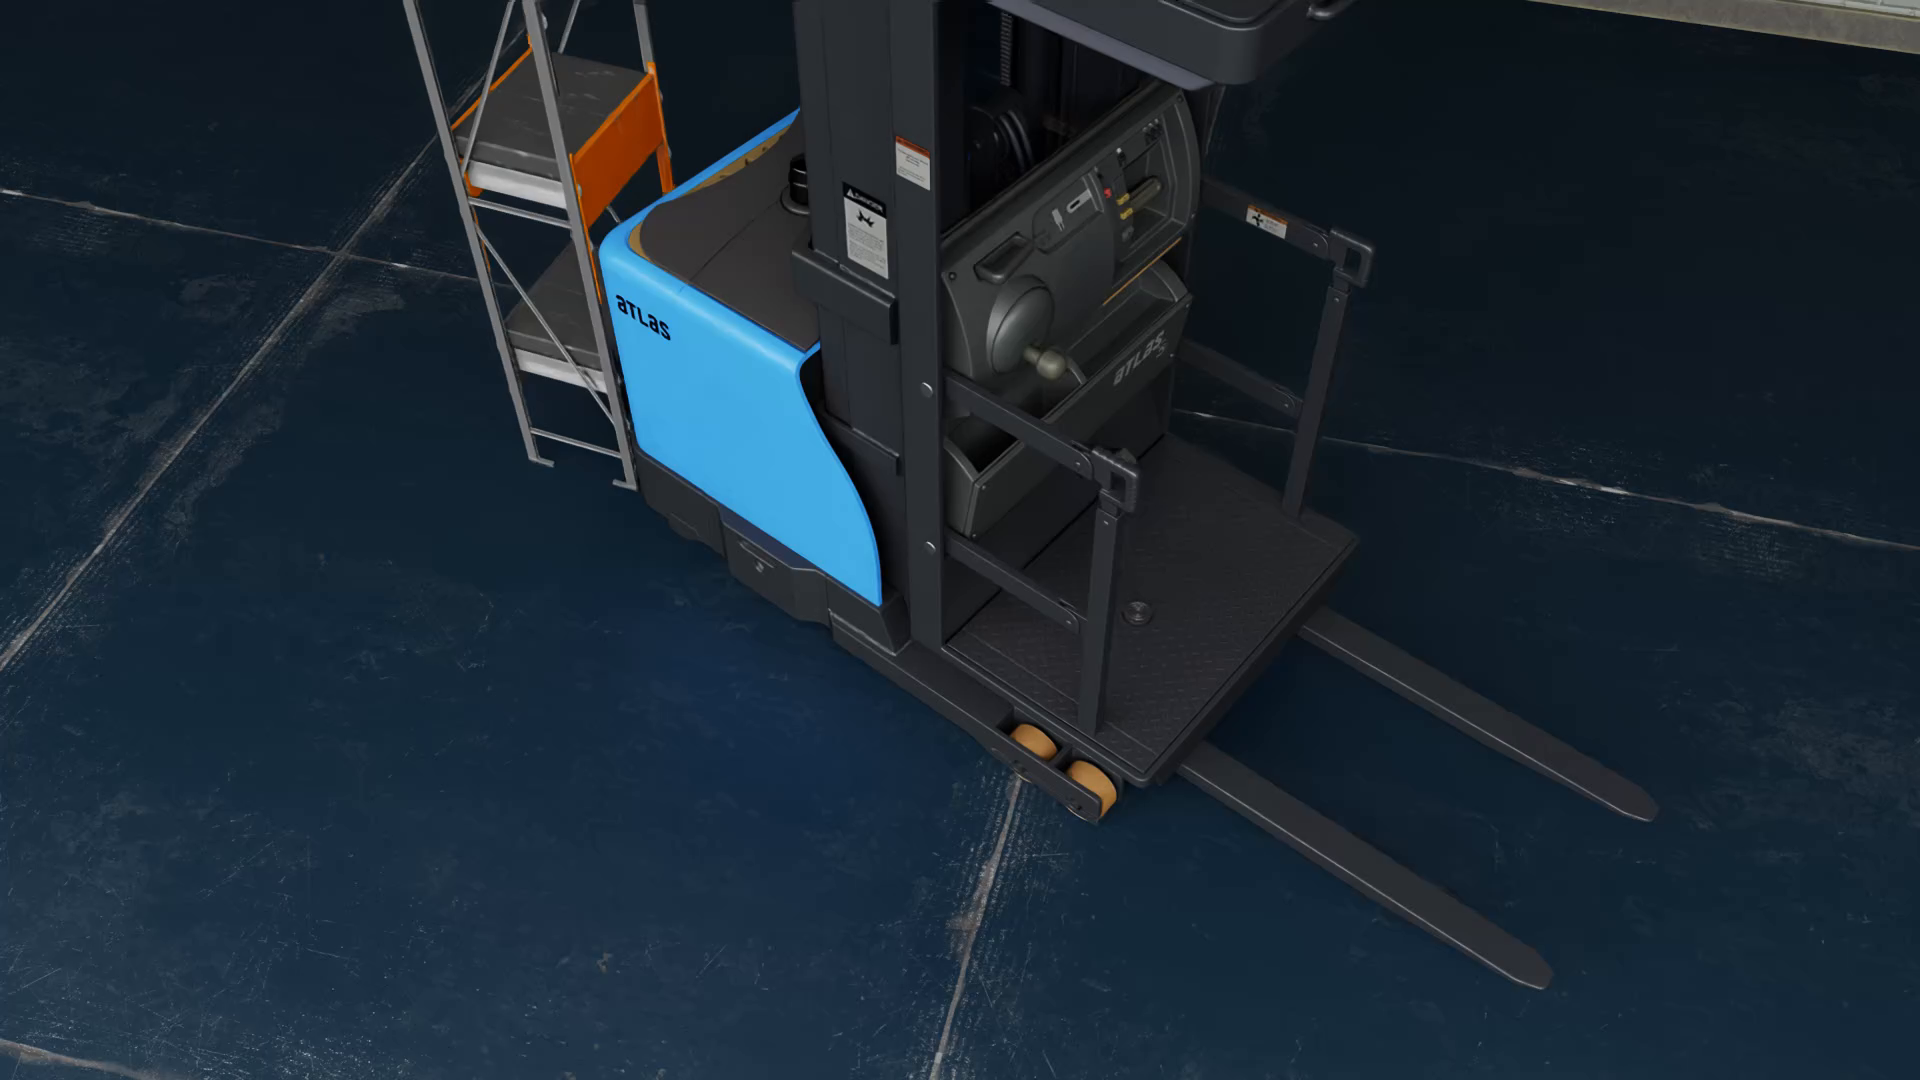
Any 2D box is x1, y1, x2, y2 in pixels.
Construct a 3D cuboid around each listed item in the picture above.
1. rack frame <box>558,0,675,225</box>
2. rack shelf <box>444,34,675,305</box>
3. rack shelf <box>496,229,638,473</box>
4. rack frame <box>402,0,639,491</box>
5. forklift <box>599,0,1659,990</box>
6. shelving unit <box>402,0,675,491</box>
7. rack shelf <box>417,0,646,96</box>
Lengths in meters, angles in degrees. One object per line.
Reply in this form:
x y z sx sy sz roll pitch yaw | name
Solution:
-1.057 -1.253 4.955 0.400 2.100 0.015 16 50 14 | rack frame
-1.143 -1.073 4.814 0.431 0.518 0.480 16 50 14 | rack shelf
-1.143 -0.609 5.338 0.431 0.518 0.480 16 50 14 | rack shelf
-1.229 -0.912 4.653 0.400 2.100 0.015 16 50 14 | rack frame
0.447 -0.655 3.873 3.031 2.935 1.130 32 56 25 | forklift
-1.143 -1.082 4.804 0.431 2.100 0.503 16 50 14 | shelving unit
-1.142 -1.537 4.290 0.431 0.518 0.480 16 50 14 | rack shelf
